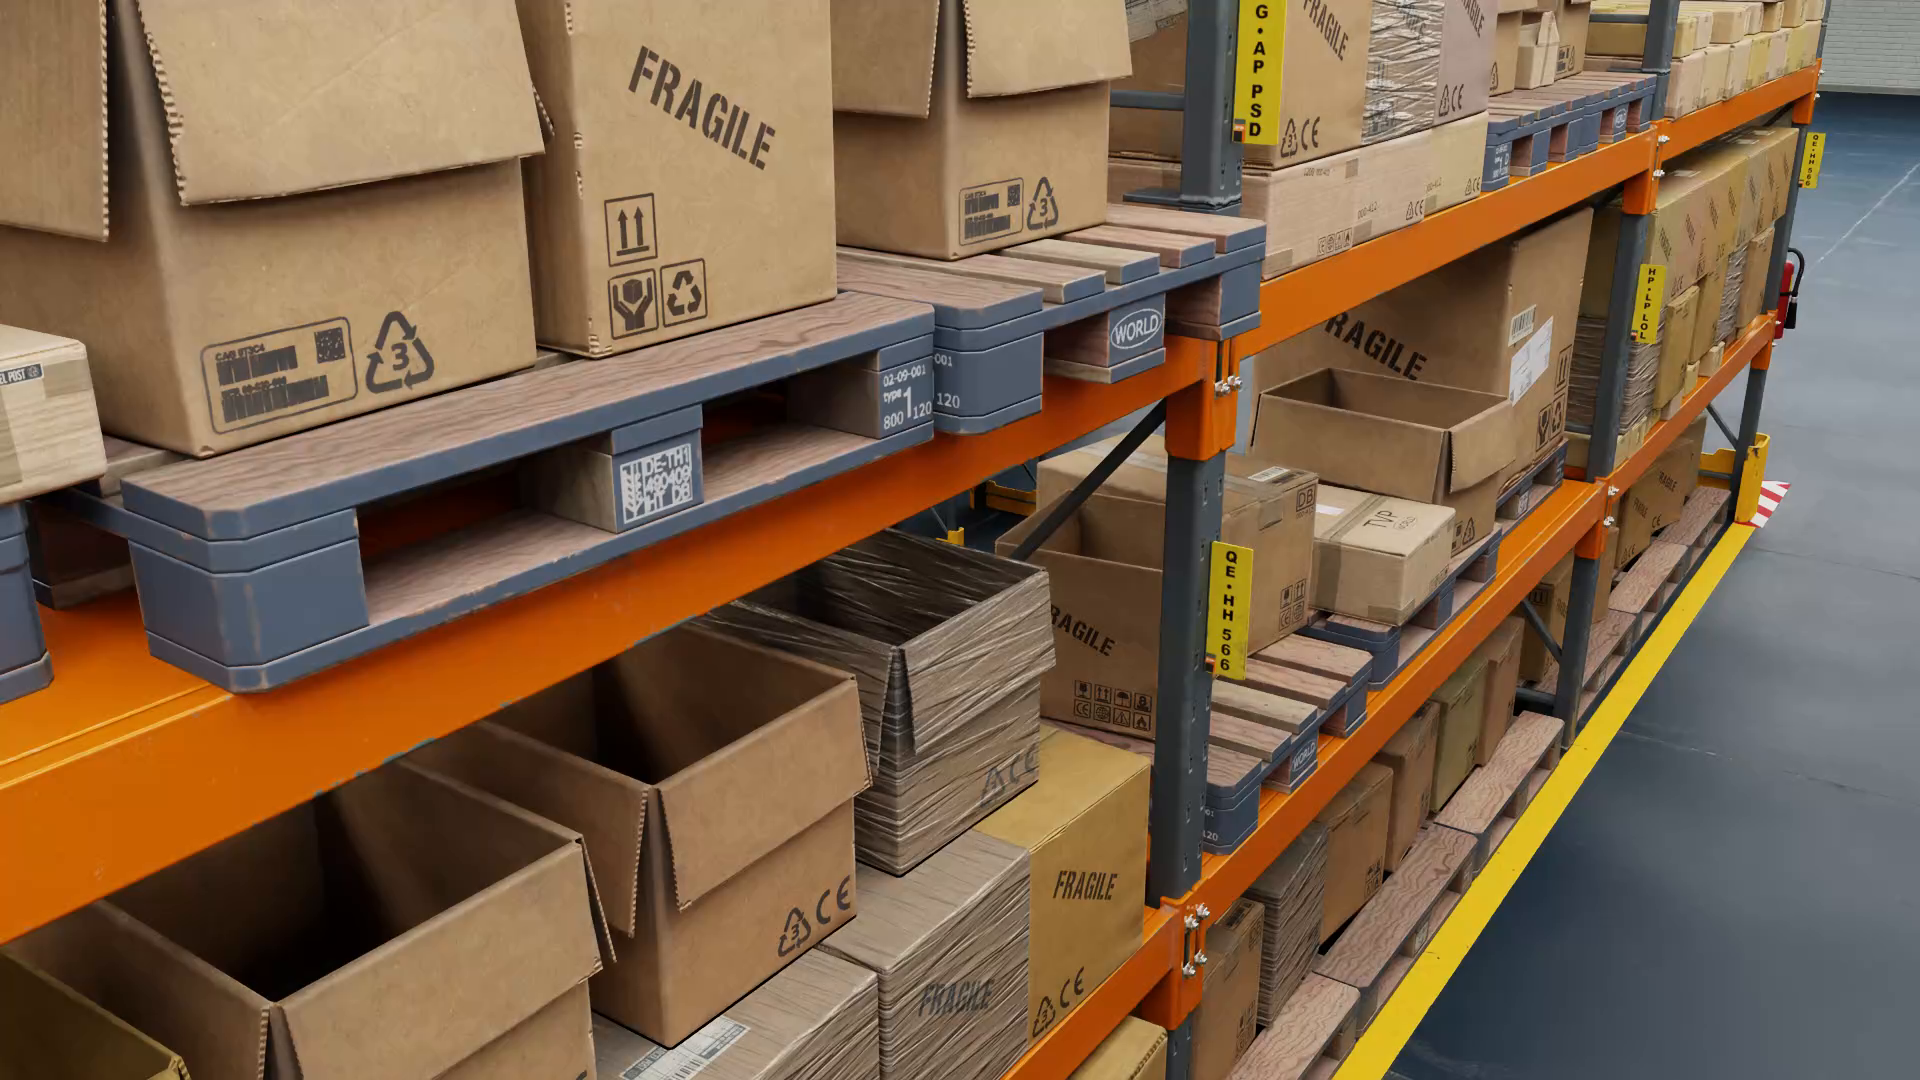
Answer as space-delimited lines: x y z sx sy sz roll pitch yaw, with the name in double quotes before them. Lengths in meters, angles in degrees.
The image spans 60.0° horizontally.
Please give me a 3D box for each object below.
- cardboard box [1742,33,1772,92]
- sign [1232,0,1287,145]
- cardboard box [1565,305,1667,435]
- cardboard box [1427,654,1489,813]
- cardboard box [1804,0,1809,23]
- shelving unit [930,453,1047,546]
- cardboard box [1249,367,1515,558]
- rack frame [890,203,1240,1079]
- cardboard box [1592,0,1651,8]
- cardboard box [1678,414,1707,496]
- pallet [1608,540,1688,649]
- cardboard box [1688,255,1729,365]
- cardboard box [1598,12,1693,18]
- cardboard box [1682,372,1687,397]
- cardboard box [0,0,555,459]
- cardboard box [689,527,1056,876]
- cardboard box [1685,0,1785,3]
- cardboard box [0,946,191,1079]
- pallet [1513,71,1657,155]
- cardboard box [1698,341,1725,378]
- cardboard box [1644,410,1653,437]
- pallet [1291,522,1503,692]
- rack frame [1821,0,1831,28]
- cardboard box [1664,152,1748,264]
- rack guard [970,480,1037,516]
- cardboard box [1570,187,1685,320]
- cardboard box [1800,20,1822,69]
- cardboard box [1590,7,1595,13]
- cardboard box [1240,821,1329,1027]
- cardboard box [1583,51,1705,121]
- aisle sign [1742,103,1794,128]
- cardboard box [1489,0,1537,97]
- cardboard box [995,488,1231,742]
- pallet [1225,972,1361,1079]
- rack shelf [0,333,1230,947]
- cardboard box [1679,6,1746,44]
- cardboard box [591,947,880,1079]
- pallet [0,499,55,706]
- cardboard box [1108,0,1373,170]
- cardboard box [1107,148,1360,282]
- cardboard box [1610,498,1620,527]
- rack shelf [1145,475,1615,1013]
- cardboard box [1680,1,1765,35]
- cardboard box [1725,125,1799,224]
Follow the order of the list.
"cardboard box" 3.742 -2.409 8.346 0.500 0.250 0.500 13 24 31
"sign" 0.612 -0.975 3.395 0.100 0.325 0.005 13 24 32
"cardboard box" 2.710 -0.850 7.668 0.875 0.500 0.500 13 24 32
"cardboard box" 1.759 0.724 6.953 0.700 0.500 0.500 13 24 31
"cardboard box" 4.450 -2.926 9.169 0.380 0.149 0.250 12 23 30
"shelving unit" 0.043 -0.725 10.064 0.587 1.500 1.083 13 24 32
"cardboard box" 1.508 -0.277 5.936 0.797 0.503 0.637 16 26 37
"rack frame" 0.158 0.601 4.317 1.000 3.000 0.127 13 24 32
"cardboard box" 3.311 -2.659 8.449 0.380 0.149 0.250 12 24 30
"cardboard box" 4.290 -0.543 10.408 0.500 0.500 0.500 19 28 42
"pallet" 3.440 0.210 9.394 1.003 0.211 1.213 13 24 32
"cardboard box" 3.533 -1.286 8.844 0.875 0.500 0.500 13 24 32
"cardboard box" 2.937 -2.193 7.189 0.380 0.149 0.250 12 23 29
"cardboard box" 3.458 -0.796 8.454 0.380 0.149 0.250 13 24 32
"cardboard box" -0.973 -0.461 2.110 0.797 0.503 0.637 13 24 31
"cardboard box" -0.267 0.290 3.567 0.797 0.503 0.637 14 25 34
"cardboard box" 3.993 -3.028 8.511 0.500 0.500 0.500 13 24 32
"cardboard box" -1.343 0.851 2.049 0.797 0.503 0.637 14 24 32
"pallet" 1.971 -1.709 6.510 1.213 0.211 1.003 13 24 32
"cardboard box" 3.909 -1.004 9.018 0.380 0.149 0.250 13 24 32
"cardboard box" 3.045 -0.579 7.867 0.380 0.149 0.250 13 24 32
"pallet" 1.237 0.115 5.908 1.003 0.211 1.213 13 24 32
"rack frame" 4.655 -4.508 9.482 1.000 3.000 0.127 13 24 32
"cardboard box" 3.703 -1.715 8.563 0.500 0.500 0.500 13 24 32
"rack guard" 0.323 -0.282 10.667 0.587 0.250 0.087 13 24 32
"cardboard box" 2.869 -1.282 7.393 0.500 0.500 0.500 13 24 32
"cardboard box" 4.594 -2.843 9.521 0.500 0.250 0.500 14 24 33
"cardboard box" 2.779 -2.452 7.888 0.380 0.149 0.250 12 24 30
"cardboard box" 0.819 1.209 5.642 0.700 0.500 0.500 11 23 27
"cardboard box" 2.871 -1.963 7.140 0.500 0.250 0.500 12 24 30
"aisle sign" 4.938 -2.873 9.962 0.394 0.787 0.004 13 24 32
"cardboard box" 1.531 -1.813 5.765 0.797 0.503 0.637 14 25 34
"cardboard box" 0.428 0.194 4.667 0.500 0.500 0.500 10 23 25
"pallet" 0.598 1.685 5.407 1.003 0.211 1.213 13 24 32
"rack shelf" -0.967 0.105 2.370 1.077 0.370 4.000 13 24 32
"cardboard box" 3.431 -2.405 7.762 0.380 0.149 0.250 13 24 31
"cardboard box" -0.489 1.035 2.999 0.500 0.500 0.500 12 24 30
"pallet" -1.616 0.159 1.465 0.805 0.209 1.217 12 24 30
"cardboard box" 0.635 -1.172 3.922 0.500 0.500 0.500 14 24 32
"cardboard box" 0.632 -0.821 4.053 0.500 0.250 0.500 14 24 33
"cardboard box" 3.264 -0.038 9.041 0.500 0.500 0.500 11 23 27
"rack shelf" 1.282 0.364 5.994 1.077 0.370 4.000 13 24 32
"cardboard box" 3.827 -2.636 8.386 0.380 0.149 0.250 12 23 29
"cardboard box" 4.550 -2.144 9.724 0.500 0.500 0.500 13 24 32
